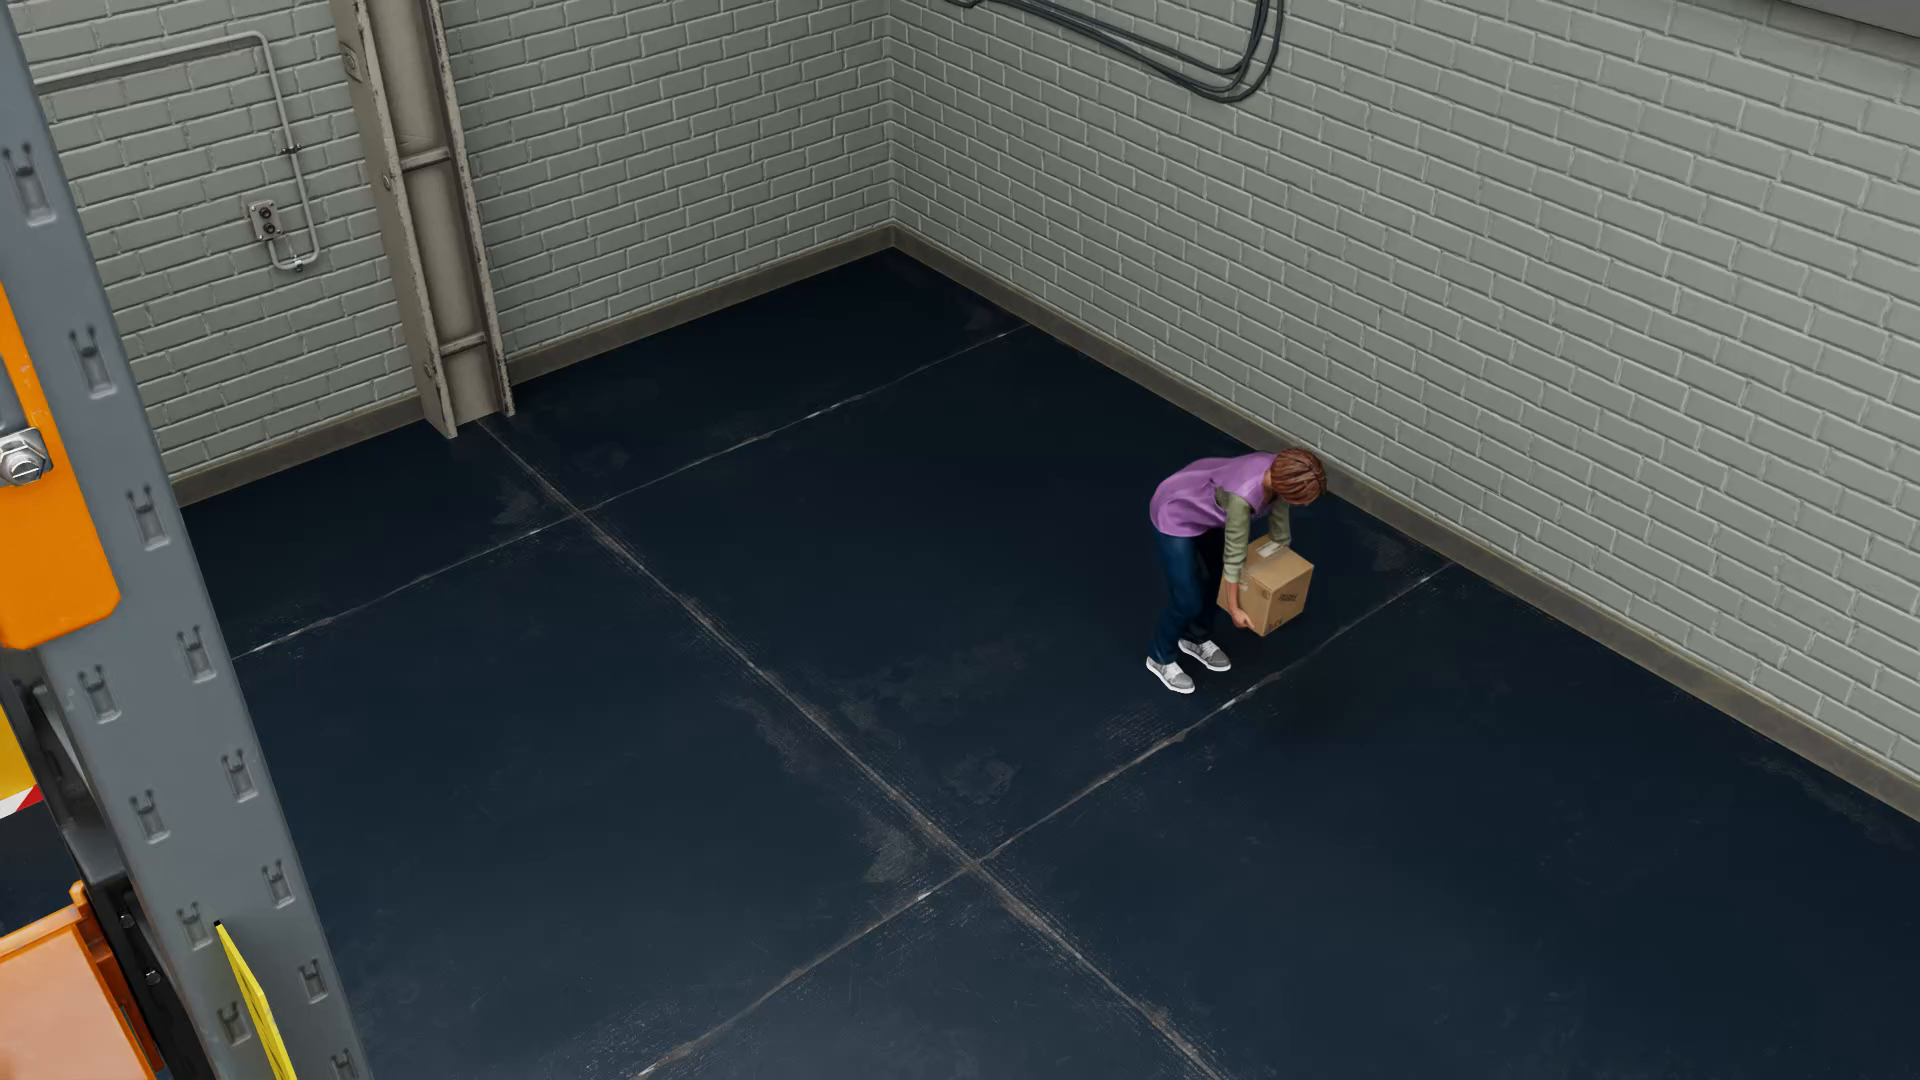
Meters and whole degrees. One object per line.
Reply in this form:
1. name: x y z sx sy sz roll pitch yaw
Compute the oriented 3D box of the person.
1. person: 1.094 0.099 6.750 0.382 1.332 0.757 -28 45 -32
